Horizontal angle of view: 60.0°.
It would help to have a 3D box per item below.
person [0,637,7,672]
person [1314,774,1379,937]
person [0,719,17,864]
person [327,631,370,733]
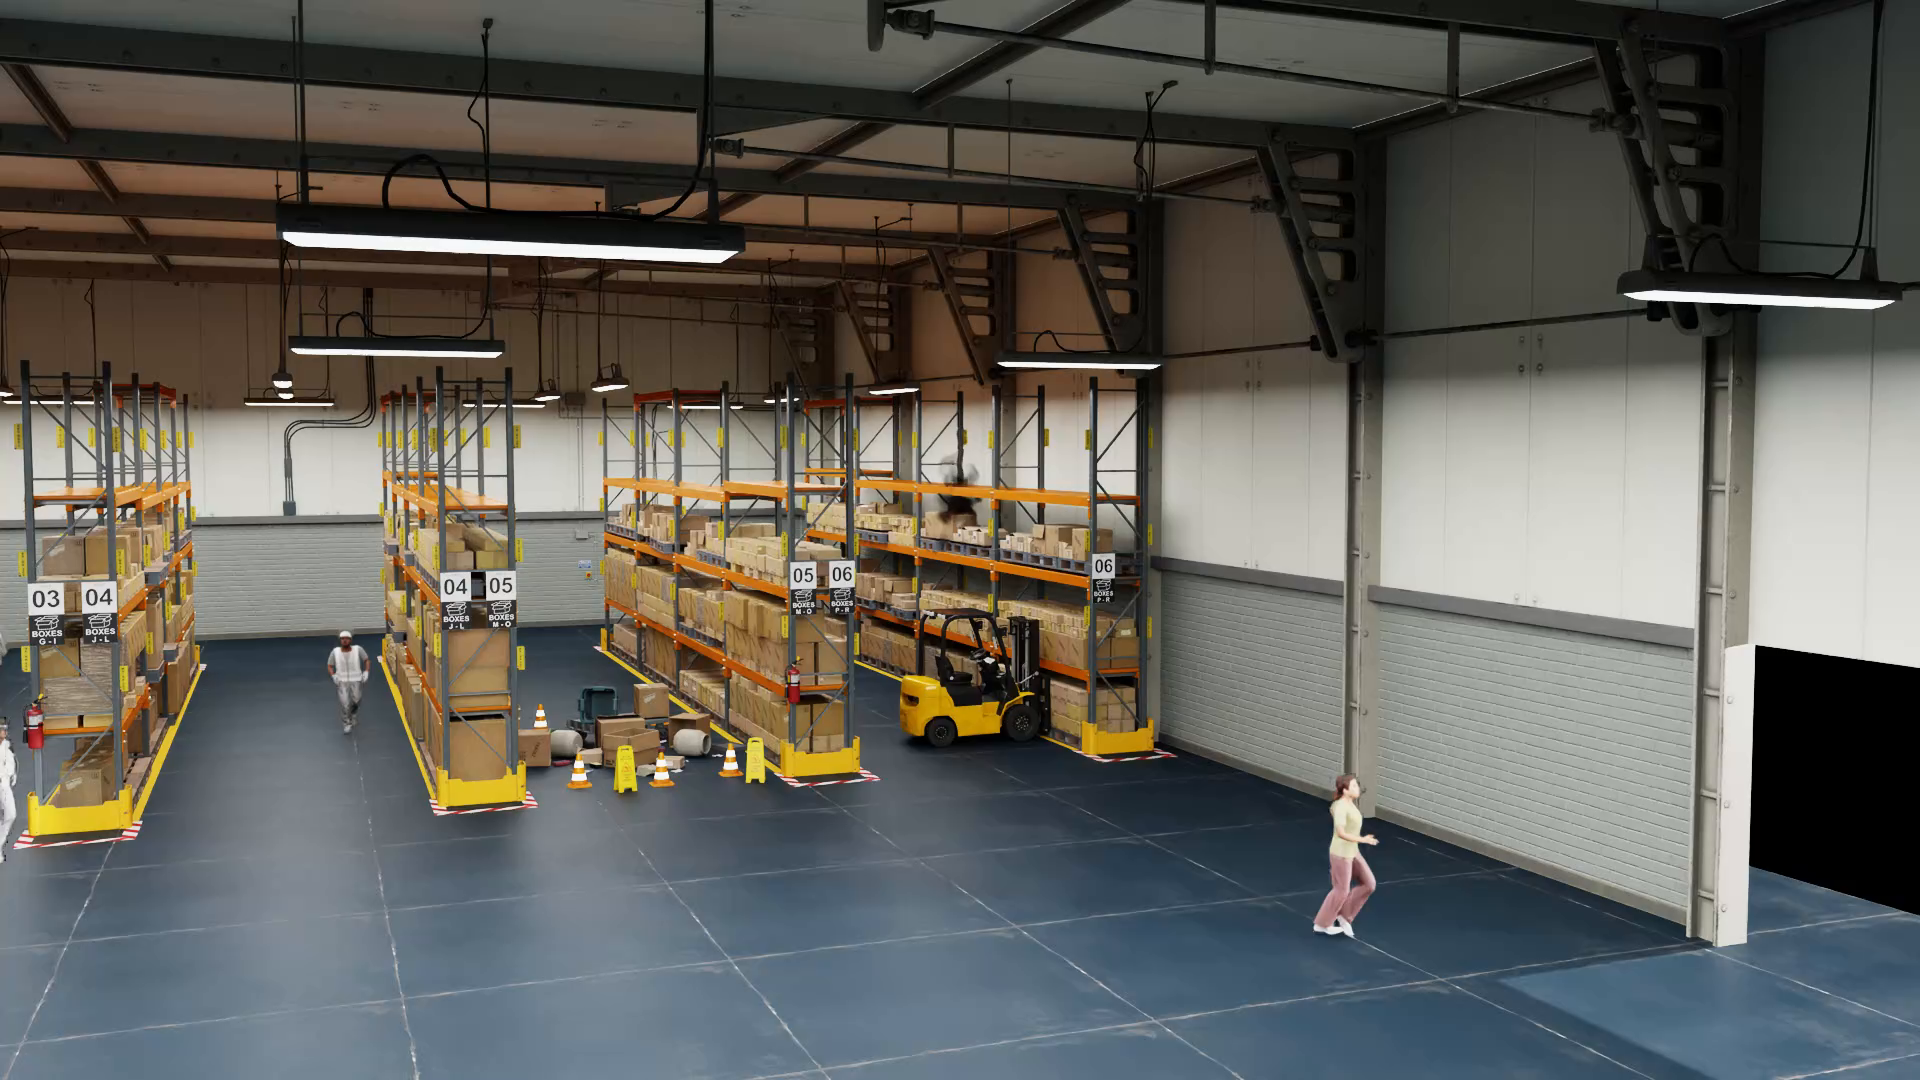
[{"bbox_3d":[-17.590,2.311,30.055,0.664,1.778,0.804,-2,4,-26],"label":"person"},{"bbox_3d":[3.886,3.175,16.672,0.647,1.678,0.605,2,4,27],"label":"person"},{"bbox_3d":[-11.548,2.984,19.877,0.715,1.711,0.663,2,4,29],"label":"person"},{"bbox_3d":[-10.447,2.425,28.414,0.689,1.739,0.530,-1,4,-19],"label":"person"}]
